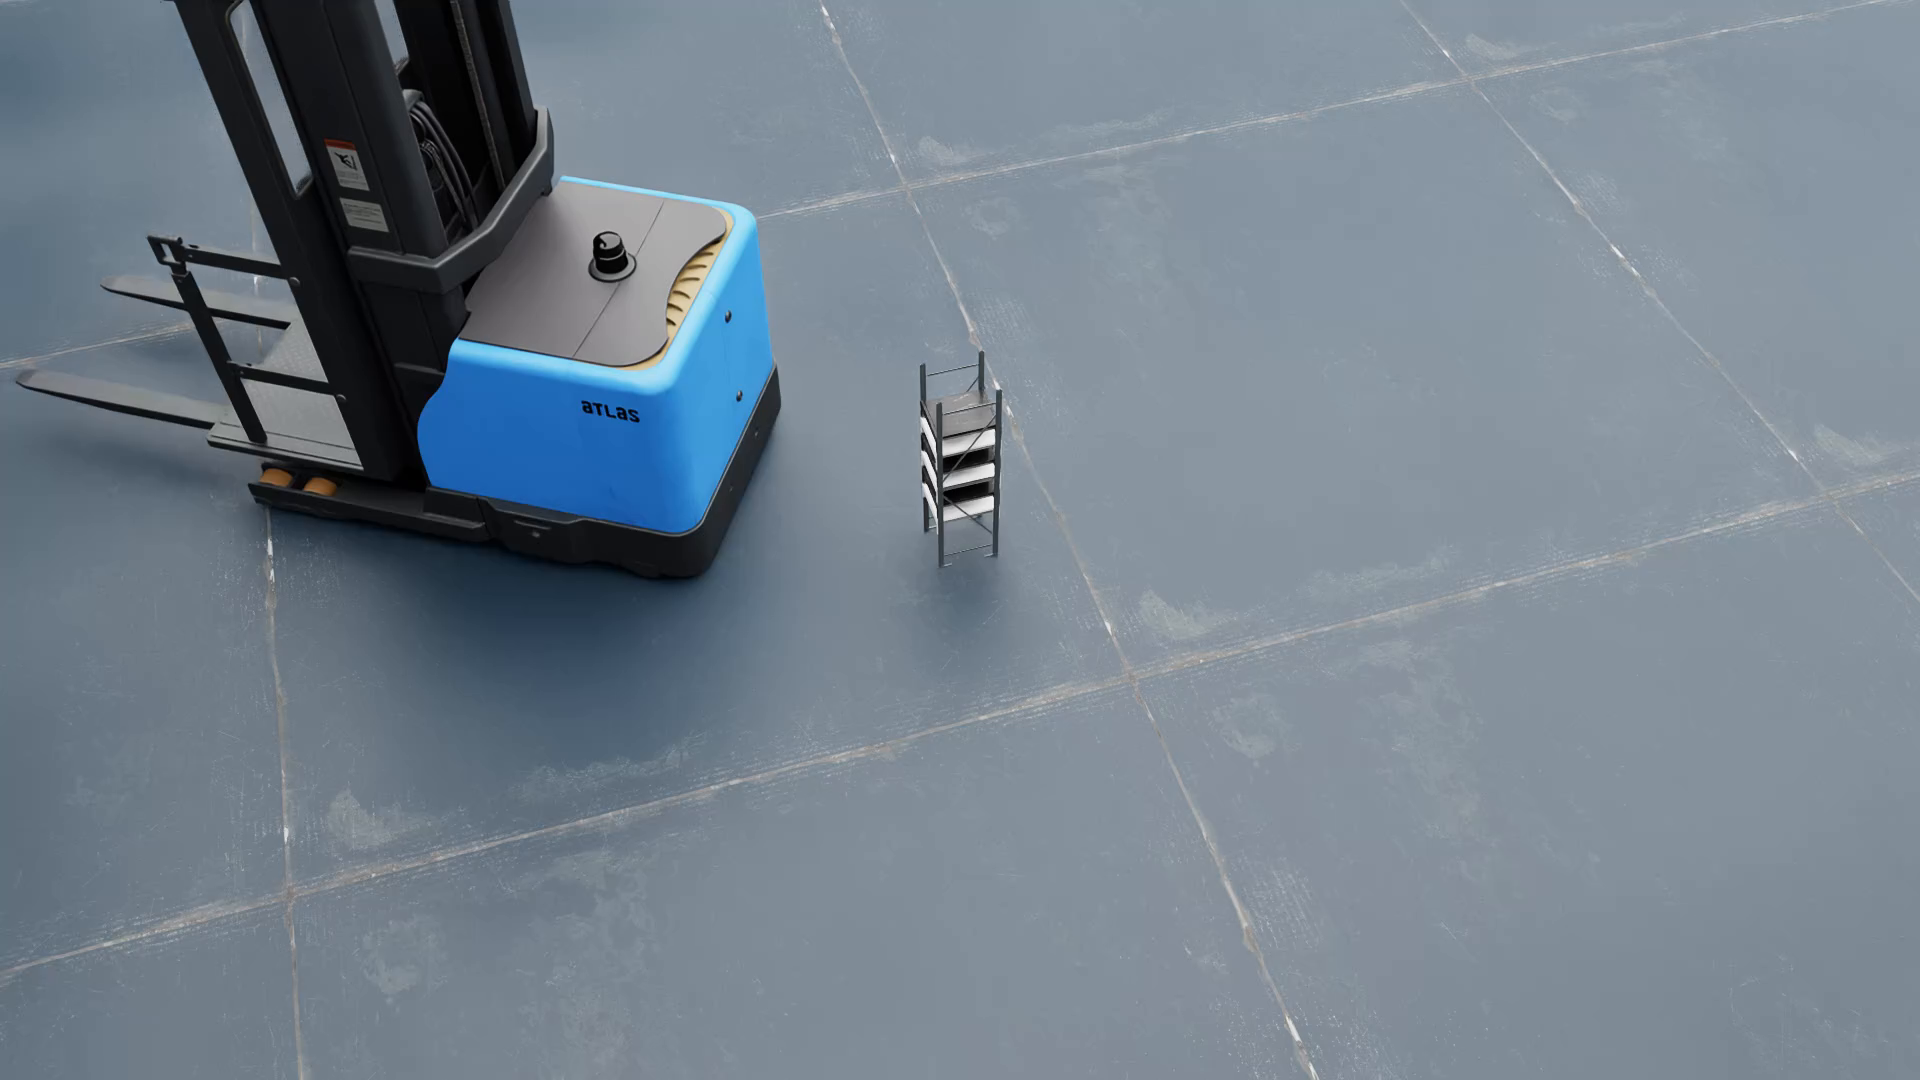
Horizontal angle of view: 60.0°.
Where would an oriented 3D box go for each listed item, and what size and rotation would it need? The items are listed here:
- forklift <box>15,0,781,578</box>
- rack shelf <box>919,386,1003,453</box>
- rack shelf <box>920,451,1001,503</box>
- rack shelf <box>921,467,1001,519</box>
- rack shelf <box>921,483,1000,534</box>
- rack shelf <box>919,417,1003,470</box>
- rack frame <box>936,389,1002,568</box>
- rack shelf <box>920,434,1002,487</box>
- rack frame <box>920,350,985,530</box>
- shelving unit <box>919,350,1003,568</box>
[{"bbox_3d":[-2.317,-1.414,5.815,3.031,2.935,1.130,11,51,9],"label":"forklift"},{"bbox_3d":[0.002,-0.437,6.010,0.258,0.077,0.200,-13,51,-11],"label":"rack shelf"},{"bbox_3d":[0.002,-0.263,6.216,0.258,0.077,0.200,-13,51,-11],"label":"rack shelf"},{"bbox_3d":[0.002,-0.205,6.285,0.258,0.077,0.200,-13,51,-11],"label":"rack shelf"},{"bbox_3d":[0.002,-0.147,6.354,0.258,0.077,0.200,-13,51,-11],"label":"rack shelf"},{"bbox_3d":[0.002,-0.379,6.078,0.258,0.077,0.200,-13,51,-11],"label":"rack shelf"},{"bbox_3d":[0.032,-0.210,6.128,0.240,0.900,0.006,-13,51,-11],"label":"rack frame"},{"bbox_3d":[0.002,-0.321,6.147,0.258,0.077,0.200,-13,51,-11],"label":"rack shelf"},{"bbox_3d":[-0.028,-0.358,6.253,0.240,0.900,0.006,-13,51,-11],"label":"rack frame"},{"bbox_3d":[0.002,-0.284,6.191,0.258,0.900,0.210,-13,51,-11],"label":"shelving unit"}]
